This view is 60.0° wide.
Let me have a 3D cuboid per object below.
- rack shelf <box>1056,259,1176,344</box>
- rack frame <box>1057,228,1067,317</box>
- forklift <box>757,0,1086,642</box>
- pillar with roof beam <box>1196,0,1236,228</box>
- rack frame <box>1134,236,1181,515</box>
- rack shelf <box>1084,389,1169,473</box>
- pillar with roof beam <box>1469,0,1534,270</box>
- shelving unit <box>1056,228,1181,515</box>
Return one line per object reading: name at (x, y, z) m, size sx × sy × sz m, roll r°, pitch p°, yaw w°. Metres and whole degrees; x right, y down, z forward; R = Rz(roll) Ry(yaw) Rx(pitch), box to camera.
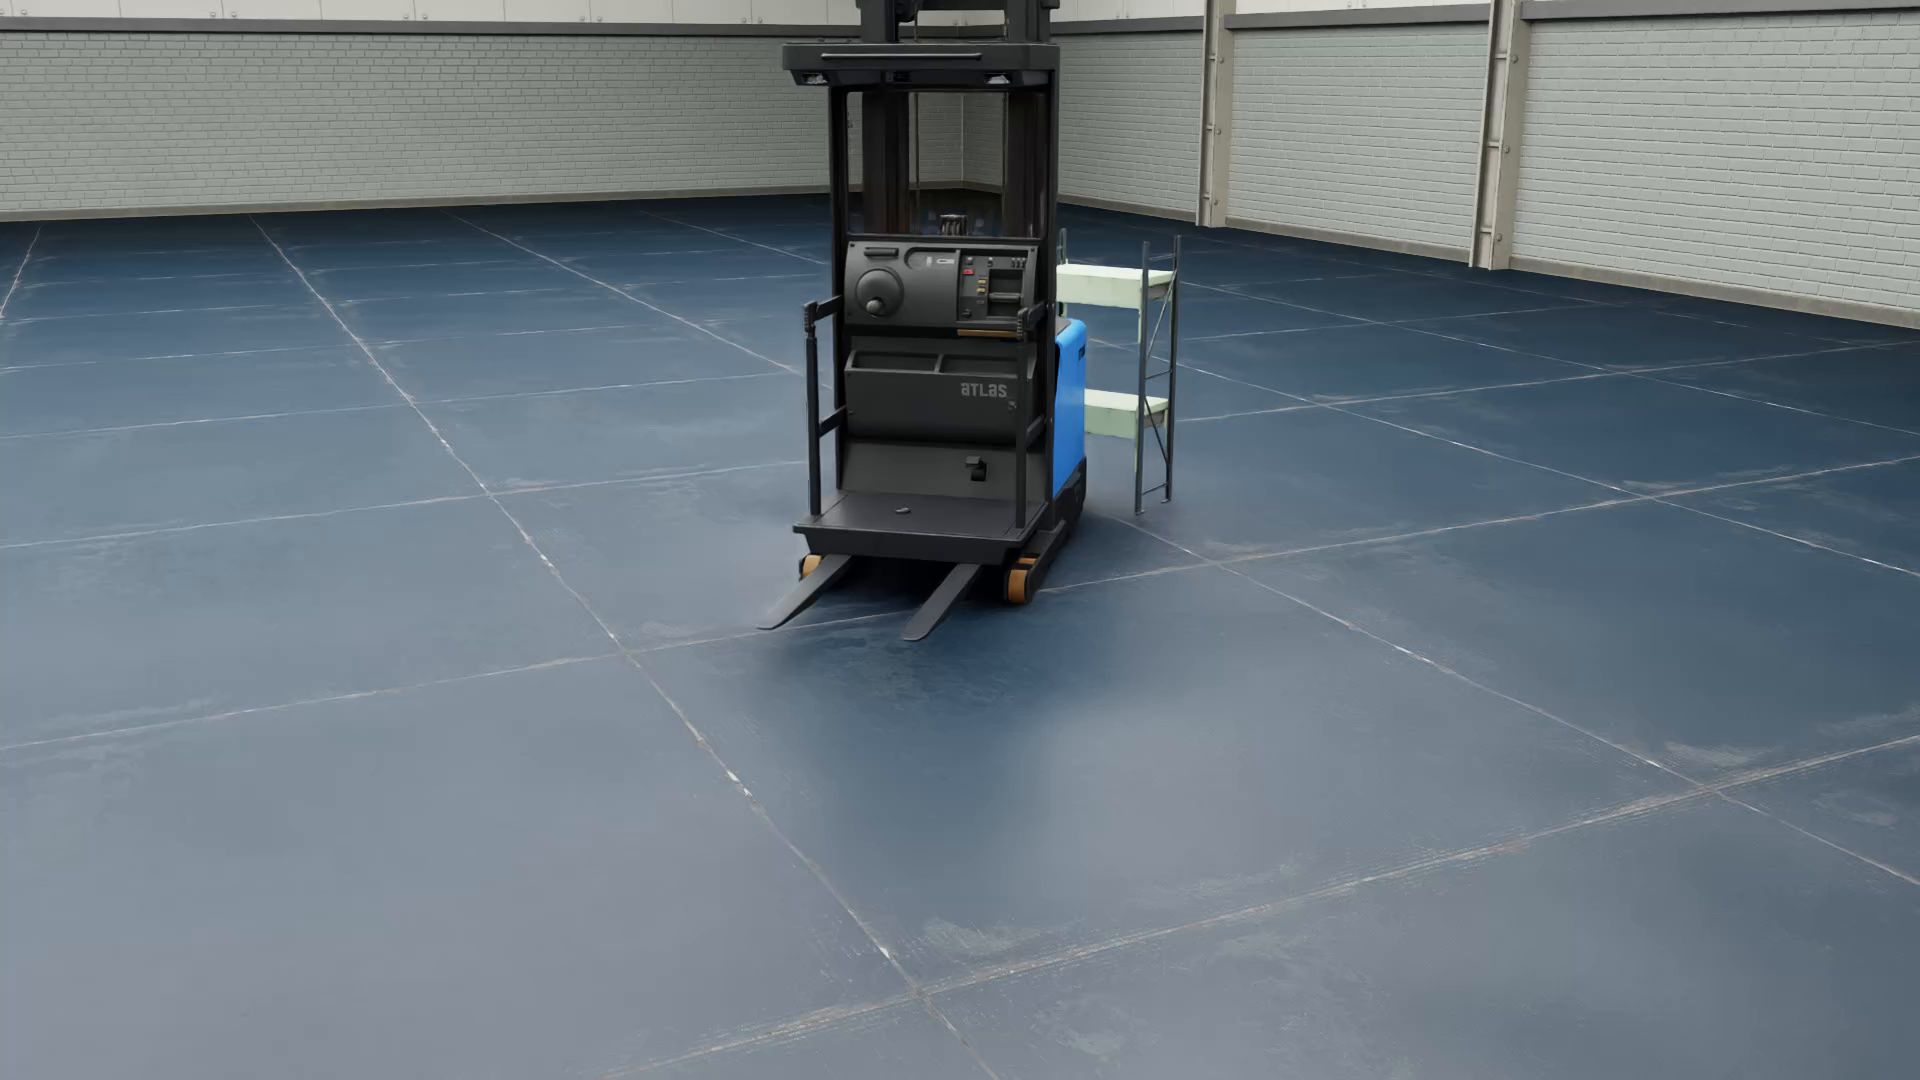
rack shelf at (0.791, -1.340, 9.284) m, size 0.720 × 0.370 × 0.431 m, roll 11°, pitch 19°, yaw 33°
rack frame at (0.489, -1.022, 9.589) m, size 0.023 × 1.500 × 0.400 m, roll 11°, pitch 19°, yaw 33°
forklift at (-0.141, -1.225, 7.705) m, size 1.130 × 2.935 × 3.031 m, roll 4°, pitch 16°, yaw 13°
pillar with roof beam at (-0.005, -8.636, 22.530) m, size 9.100 × 9.000 × 0.400 m, roll -8°, pitch 18°, yaw -25°
rack frame at (1.093, -0.908, 9.192) m, size 0.023 × 1.500 × 0.400 m, roll 11°, pitch 19°, yaw 33°
rack shelf at (0.790, -0.651, 9.480) m, size 0.720 × 0.370 × 0.431 m, roll 11°, pitch 19°, yaw 33°
pillar with roof beam at (2.624, -7.148, 17.346) m, size 9.100 × 9.000 × 0.400 m, roll -8°, pitch 18°, yaw -25°
shelving unit at (0.791, -0.965, 9.391) m, size 0.755 × 1.500 × 0.431 m, roll 11°, pitch 19°, yaw 33°
